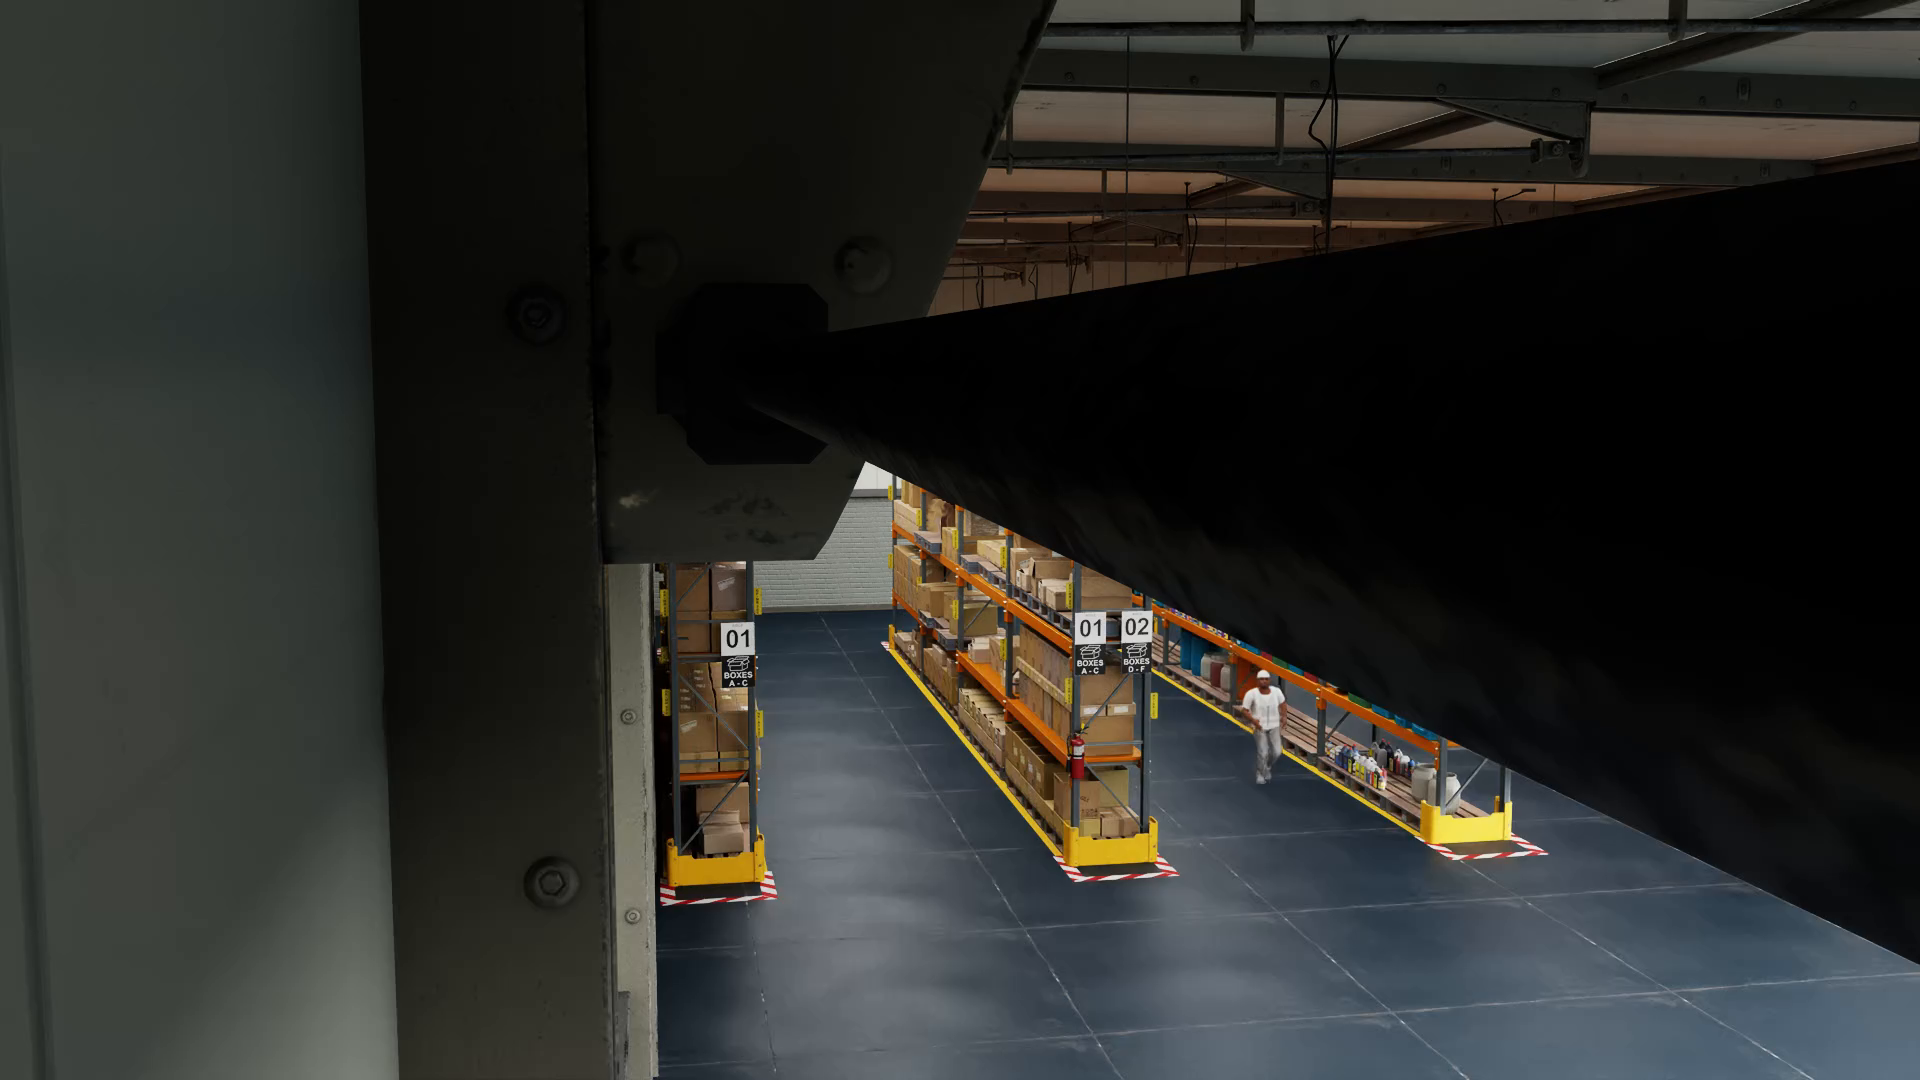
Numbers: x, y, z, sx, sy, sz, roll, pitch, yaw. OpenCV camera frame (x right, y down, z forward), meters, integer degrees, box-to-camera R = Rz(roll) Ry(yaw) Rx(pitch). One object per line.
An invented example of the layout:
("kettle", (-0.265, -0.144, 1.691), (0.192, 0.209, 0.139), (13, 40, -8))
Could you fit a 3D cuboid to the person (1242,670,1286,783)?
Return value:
("person", (4.564, 2.794, 24.783), (0.712, 1.721, 0.566), (-1, 6, -5))
